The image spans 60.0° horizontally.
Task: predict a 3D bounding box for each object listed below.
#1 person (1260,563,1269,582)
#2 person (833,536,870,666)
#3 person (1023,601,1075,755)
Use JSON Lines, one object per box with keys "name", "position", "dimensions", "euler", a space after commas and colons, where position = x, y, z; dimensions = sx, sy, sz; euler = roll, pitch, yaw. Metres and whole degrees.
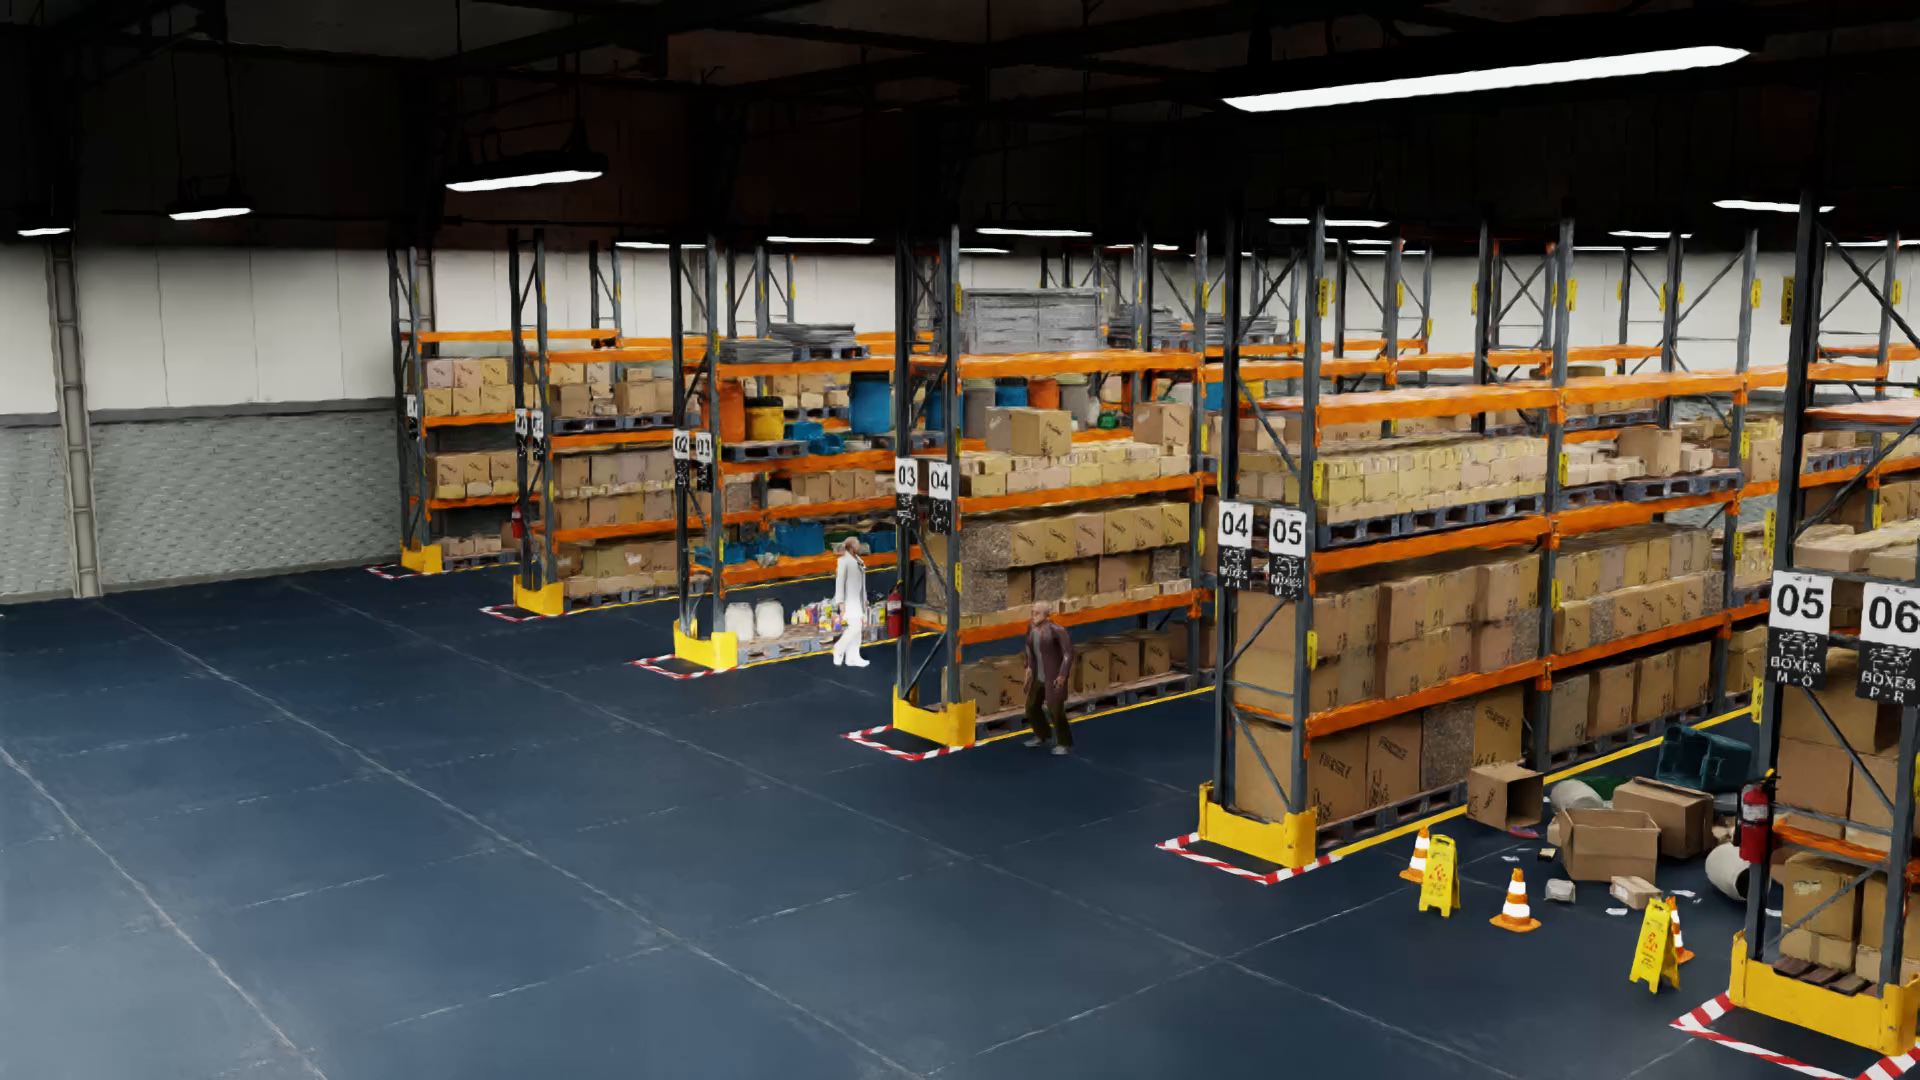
{"name": "person", "position": [3.954, 1.131, 20.761], "dimensions": [0.884, 1.734, 0.564], "euler": [-8, 12, -41]}
{"name": "person", "position": [-1.477, 0.833, 22.553], "dimensions": [0.517, 1.775, 0.613], "euler": [4, 10, 23]}
{"name": "person", "position": [0.984, 1.504, 18.388], "dimensions": [0.546, 1.734, 0.729], "euler": [-8, 12, -42]}
